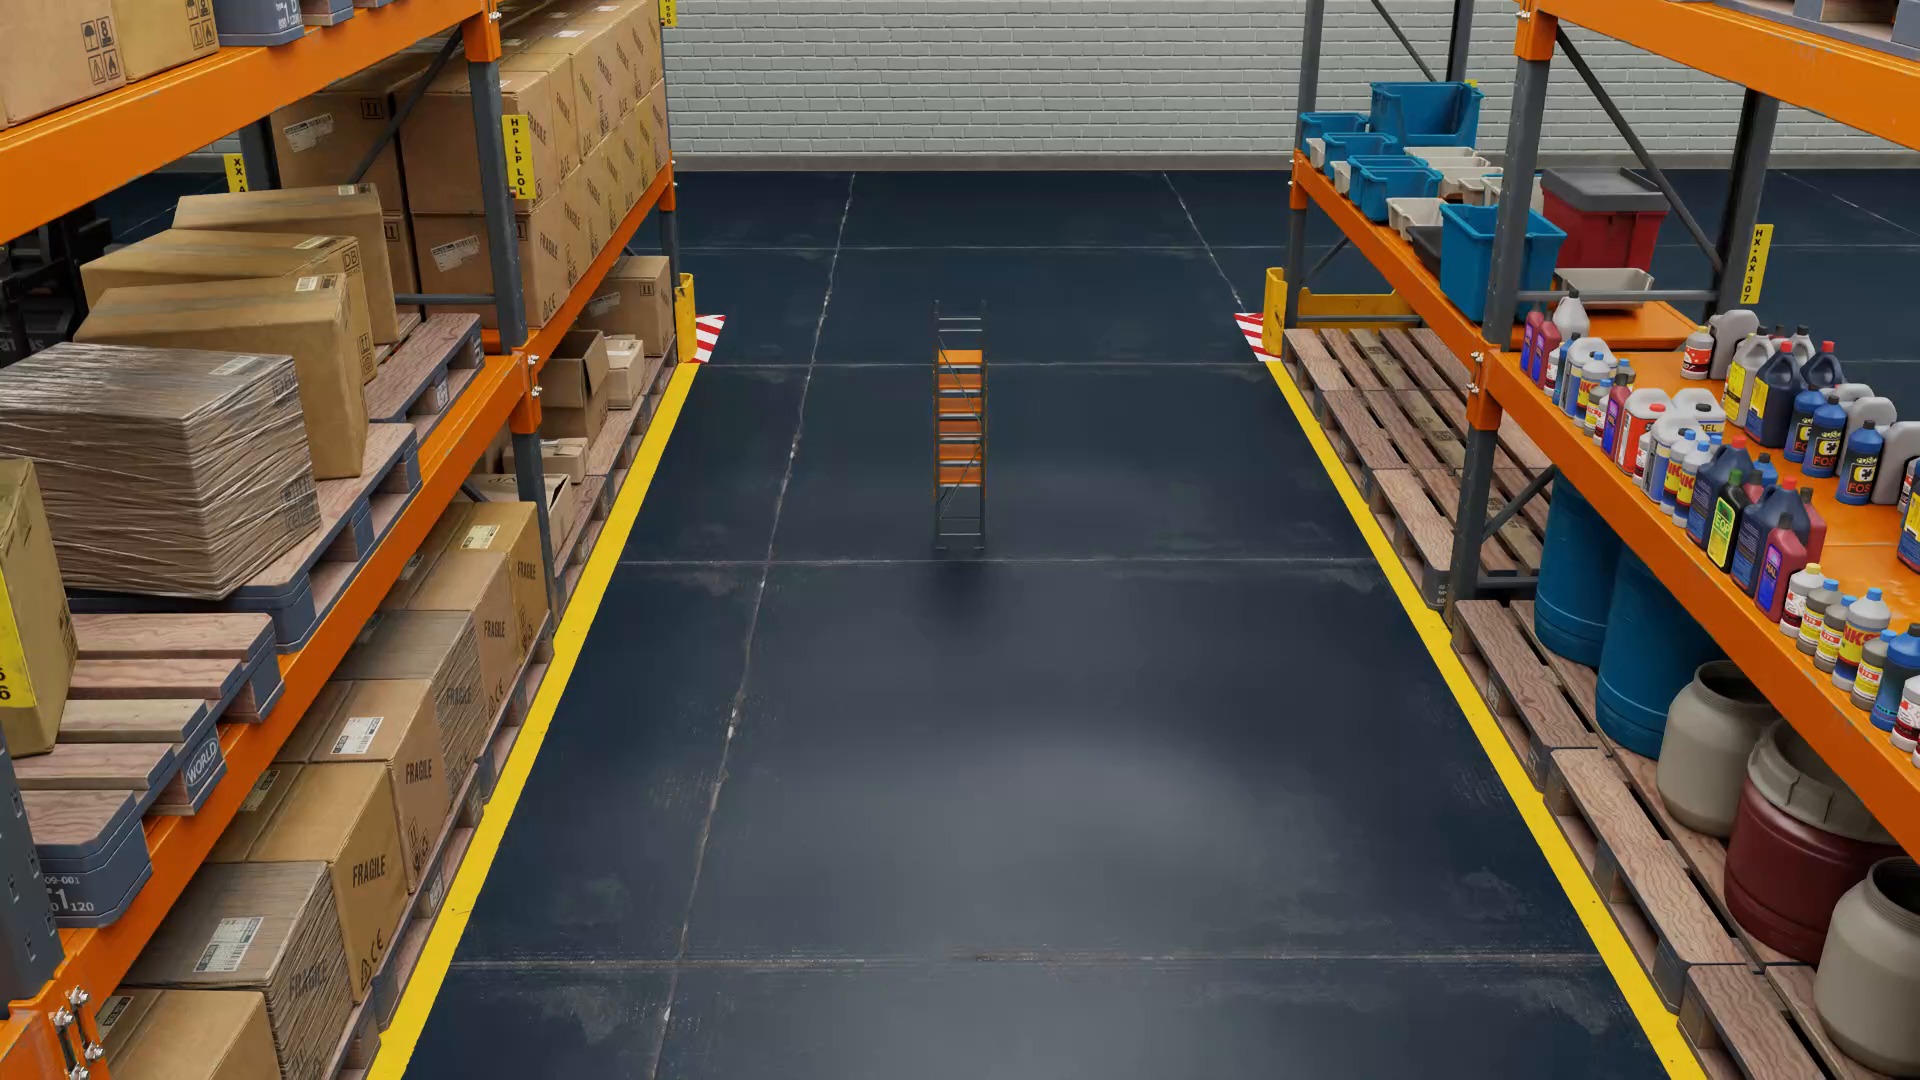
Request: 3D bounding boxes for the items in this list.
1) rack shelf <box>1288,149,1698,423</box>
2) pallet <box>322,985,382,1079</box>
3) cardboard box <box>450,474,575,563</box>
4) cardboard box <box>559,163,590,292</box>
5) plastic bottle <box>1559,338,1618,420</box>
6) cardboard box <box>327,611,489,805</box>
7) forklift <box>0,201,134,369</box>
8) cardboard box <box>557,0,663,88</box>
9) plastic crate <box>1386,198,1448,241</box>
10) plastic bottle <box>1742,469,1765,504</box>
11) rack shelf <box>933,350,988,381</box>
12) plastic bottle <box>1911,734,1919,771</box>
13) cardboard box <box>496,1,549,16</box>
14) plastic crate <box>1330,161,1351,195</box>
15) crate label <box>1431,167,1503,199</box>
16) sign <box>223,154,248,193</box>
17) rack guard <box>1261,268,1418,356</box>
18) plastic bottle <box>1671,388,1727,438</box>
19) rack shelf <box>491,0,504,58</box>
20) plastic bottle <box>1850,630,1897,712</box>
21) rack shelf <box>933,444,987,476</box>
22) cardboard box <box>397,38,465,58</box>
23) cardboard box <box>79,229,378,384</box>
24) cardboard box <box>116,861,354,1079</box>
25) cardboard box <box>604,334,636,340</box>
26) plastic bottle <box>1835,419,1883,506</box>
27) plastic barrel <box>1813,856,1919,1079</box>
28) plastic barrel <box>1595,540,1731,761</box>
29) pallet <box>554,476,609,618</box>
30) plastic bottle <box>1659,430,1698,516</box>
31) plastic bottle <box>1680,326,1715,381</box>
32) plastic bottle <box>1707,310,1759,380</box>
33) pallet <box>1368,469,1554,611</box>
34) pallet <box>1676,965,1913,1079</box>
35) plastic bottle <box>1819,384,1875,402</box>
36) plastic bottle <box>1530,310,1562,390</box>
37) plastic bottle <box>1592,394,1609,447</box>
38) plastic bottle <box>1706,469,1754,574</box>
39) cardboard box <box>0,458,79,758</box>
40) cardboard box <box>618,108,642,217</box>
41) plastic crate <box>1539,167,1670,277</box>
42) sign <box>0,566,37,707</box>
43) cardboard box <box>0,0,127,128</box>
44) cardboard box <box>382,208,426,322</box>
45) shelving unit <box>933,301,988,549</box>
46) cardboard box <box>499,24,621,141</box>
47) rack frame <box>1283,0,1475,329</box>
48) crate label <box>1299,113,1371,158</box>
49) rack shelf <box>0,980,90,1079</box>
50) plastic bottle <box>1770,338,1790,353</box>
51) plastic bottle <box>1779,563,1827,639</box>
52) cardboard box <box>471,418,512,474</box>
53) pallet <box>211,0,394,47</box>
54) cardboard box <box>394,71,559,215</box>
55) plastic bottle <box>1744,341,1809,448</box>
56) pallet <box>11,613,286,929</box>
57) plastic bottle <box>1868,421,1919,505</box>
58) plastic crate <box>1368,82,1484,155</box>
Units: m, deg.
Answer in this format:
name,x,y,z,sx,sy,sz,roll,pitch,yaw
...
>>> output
name,x,y,z,sx,sy,sz,roll,pitch,yaw
rack shelf,2.646,-1.487,8.770,1.077,0.370,4.000,0,24,-1
pallet,-2.212,1.641,4.365,1.003,0.211,1.213,0,24,-1
cardboard box,-2.073,-0.119,7.602,0.500,0.311,0.500,0,24,-1
cardboard box,-2.027,-1.437,7.667,0.500,0.500,0.500,0,24,0
plastic bottle,2.296,-0.591,6.066,0.152,0.276,0.135,0,24,-1
cardboard box,-1.991,0.581,5.824,0.500,0.500,0.500,0,24,0
forklift,-4.830,-1.405,7.800,1.130,2.935,3.031,1,24,2
cardboard box,-2.049,-2.937,9.769,0.500,0.500,0.500,0,24,-1
plastic crate,2.348,-1.614,8.425,0.293,0.136,0.466,0,24,-1
plastic bottle,2.326,-0.056,4.875,0.061,0.283,0.133,0,24,-1
rack shelf,0.000,-0.828,7.860,0.258,0.103,0.180,0,24,-1
plastic bottle,2.295,0.441,3.876,0.097,0.201,0.097,0,24,0
cardboard box,-2.574,-2.720,9.288,0.500,0.500,0.500,0,24,0
plastic crate,2.226,-2.030,9.347,0.250,0.136,0.298,0,24,-1
crate label,2.831,-1.976,9.227,0.396,0.136,0.243,0,24,-1
sign,-2.828,-1.358,6.563,0.100,0.325,0.005,0,24,-1
rack guard,2.611,-1.509,10.981,1.175,0.500,0.348,0,24,-1
plastic bottle,2.454,-0.360,5.558,0.152,0.276,0.135,0,24,-1
rack shelf,-2.307,-2.833,8.106,1.077,0.370,4.000,0,24,-1
plastic bottle,2.292,0.321,4.142,0.097,0.201,0.097,0,24,0
rack shelf,0.000,-0.391,8.057,0.258,0.103,0.180,0,24,-1
cardboard box,-2.563,-2.097,7.911,0.500,0.500,0.500,0,24,0
cardboard box,-2.433,-0.727,5.587,0.700,0.500,0.500,4,25,8
cardboard box,-1.972,1.213,4.428,0.500,0.500,0.500,-1,24,-2
cardboard box,-2.162,-1.137,10.028,0.380,0.166,0.250,0,24,-1
plastic bottle,2.885,-0.253,5.326,0.097,0.271,0.097,0,24,0
plastic barrel,2.594,1.166,4.540,0.421,0.512,0.421,0,24,0
plastic barrel,2.665,0.290,6.004,0.600,0.901,0.708,0,24,-1
pallet,-2.292,0.018,7.954,1.003,0.211,1.213,0,24,-1
plastic bottle,2.279,-0.214,5.240,0.097,0.271,0.097,0,24,0
plastic bottle,2.871,-0.731,6.466,0.097,0.201,0.097,0,24,0
plastic bottle,2.996,-0.773,6.469,0.152,0.276,0.135,0,24,-1
pallet,2.621,-0.023,8.044,1.003,0.211,1.213,0,24,-1
pallet,2.661,1.604,4.448,1.003,0.211,1.213,0,24,-1
plastic bottle,3.005,-0.414,5.677,0.152,0.276,0.135,0,24,-1
plastic bottle,2.247,-0.729,6.364,0.061,0.283,0.133,0,24,-1
plastic bottle,2.272,-0.428,5.798,0.097,0.201,0.097,0,24,0
plastic bottle,2.265,-0.056,4.875,0.061,0.283,0.133,0,24,-1
cardboard box,-2.361,0.183,3.575,0.700,0.500,0.500,-9,26,-18
cardboard box,-2.043,-2.061,9.045,0.500,0.500,0.500,0,24,0
plastic crate,2.909,-1.416,7.590,0.402,0.464,0.583,0,24,-1
sign,-1.686,0.147,2.879,0.100,0.325,0.005,0,24,-1
cardboard box,-2.285,-1.123,3.332,0.910,0.500,0.500,0,24,-1
cardboard box,-2.547,-1.220,7.186,0.500,0.500,0.500,0,24,0
shelving unit,0.000,-0.541,7.990,0.258,1.200,0.189,0,24,-1
cardboard box,-2.027,-2.303,8.368,0.500,0.500,0.500,0,24,1
rack frame,2.624,-2.639,10.444,1.000,3.000,0.127,0,24,-1
crate label,2.298,-2.486,10.238,0.416,0.233,0.303,0,24,-1
rack shelf,-2.220,1.831,1.435,1.077,0.370,4.000,0,24,-1
plastic bottle,3.000,-0.622,6.136,0.152,0.276,0.135,0,24,-1
plastic bottle,2.288,0.160,4.497,0.097,0.201,0.097,0,24,0
cardboard box,-2.583,-0.487,8.417,0.500,0.311,0.500,0,24,-1
pallet,-2.334,-1.554,4.635,1.213,0.211,1.003,0,24,-1
cardboard box,-2.009,-1.666,6.959,0.500,0.500,0.500,0,24,1
plastic bottle,2.863,-0.514,5.806,0.144,0.351,0.185,0,24,-1
pallet,-2.319,0.487,3.766,1.213,0.211,1.003,0,24,-1
plastic bottle,3.009,-0.263,5.343,0.152,0.276,0.135,0,24,-1
plastic crate,2.815,-2.545,10.121,0.616,0.435,0.499,0,24,-1
